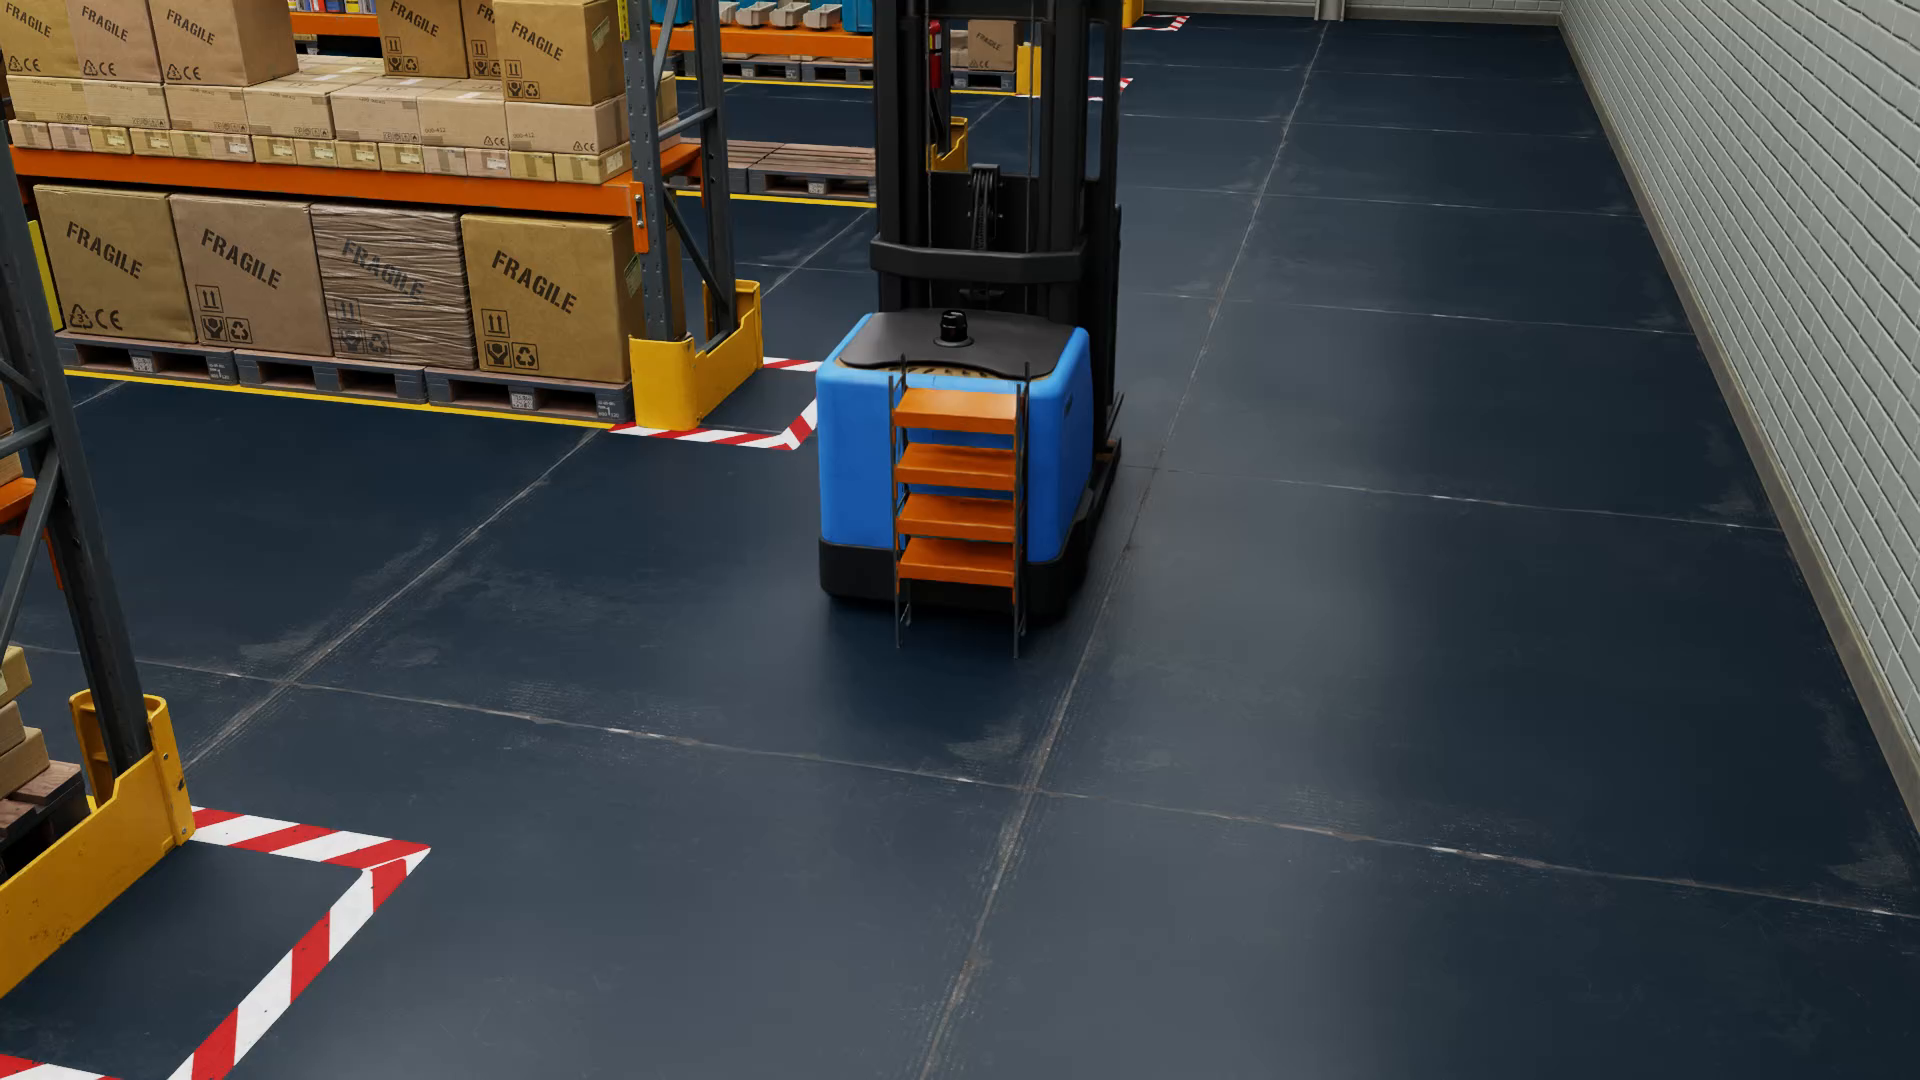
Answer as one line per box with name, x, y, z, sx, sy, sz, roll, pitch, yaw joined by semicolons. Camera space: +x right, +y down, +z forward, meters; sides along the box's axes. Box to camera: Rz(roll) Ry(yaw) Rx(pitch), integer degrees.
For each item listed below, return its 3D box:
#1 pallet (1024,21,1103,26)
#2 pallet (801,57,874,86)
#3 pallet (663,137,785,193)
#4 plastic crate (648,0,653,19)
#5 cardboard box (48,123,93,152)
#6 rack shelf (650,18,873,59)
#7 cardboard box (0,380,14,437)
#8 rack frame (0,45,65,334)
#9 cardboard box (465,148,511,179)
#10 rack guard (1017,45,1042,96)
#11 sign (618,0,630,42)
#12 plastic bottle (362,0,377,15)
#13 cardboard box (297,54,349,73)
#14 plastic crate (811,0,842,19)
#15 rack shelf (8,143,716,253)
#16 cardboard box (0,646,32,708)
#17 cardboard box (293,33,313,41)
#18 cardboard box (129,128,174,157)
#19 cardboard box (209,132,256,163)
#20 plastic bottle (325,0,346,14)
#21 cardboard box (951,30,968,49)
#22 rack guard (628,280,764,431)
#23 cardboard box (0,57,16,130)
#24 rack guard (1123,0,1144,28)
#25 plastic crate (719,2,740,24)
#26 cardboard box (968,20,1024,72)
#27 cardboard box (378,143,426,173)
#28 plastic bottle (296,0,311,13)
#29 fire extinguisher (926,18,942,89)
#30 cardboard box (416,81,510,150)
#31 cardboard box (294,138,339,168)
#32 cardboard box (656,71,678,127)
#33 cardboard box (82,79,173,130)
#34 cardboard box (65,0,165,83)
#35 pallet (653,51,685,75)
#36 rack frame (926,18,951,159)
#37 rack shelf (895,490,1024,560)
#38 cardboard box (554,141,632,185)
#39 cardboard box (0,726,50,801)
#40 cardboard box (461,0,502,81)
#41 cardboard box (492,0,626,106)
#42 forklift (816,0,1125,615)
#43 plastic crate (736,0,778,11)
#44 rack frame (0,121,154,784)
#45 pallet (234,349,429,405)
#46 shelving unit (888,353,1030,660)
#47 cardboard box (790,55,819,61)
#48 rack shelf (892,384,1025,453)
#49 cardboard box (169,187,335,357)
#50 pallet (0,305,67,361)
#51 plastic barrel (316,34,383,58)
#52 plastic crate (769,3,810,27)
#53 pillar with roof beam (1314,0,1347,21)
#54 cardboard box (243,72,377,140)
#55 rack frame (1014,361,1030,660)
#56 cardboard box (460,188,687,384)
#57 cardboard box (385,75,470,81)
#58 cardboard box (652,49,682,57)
pallet;1.412;-7.179;22.584;1.213;0.211;1.003;6;26;13
pallet;-1.048;-5.288;18.611;1.213;0.211;1.003;6;26;13
pallet;-2.228;-3.237;14.305;1.213;0.211;1.003;6;26;13
plastic crate;-2.702;-4.422;13.617;0.530;0.282;0.437;6;26;13
cardboard box;-4.911;-2.315;9.416;0.250;0.149;0.380;5;26;11
rack shelf;-2.198;-4.150;13.814;4.000;0.370;1.077;6;26;13
cardboard box;-3.194;-0.487;4.821;0.500;0.500;0.500;8;26;15
rack frame;-5.369;-2.627;9.778;0.127;3.000;1.000;6;26;13
cardboard box;-2.418;-2.041;8.839;0.250;0.149;0.380;6;26;13
rack guard;0.902;-5.202;18.095;0.348;0.500;1.175;6;26;13
sign;-1.643;-2.604;8.107;0.005;0.325;0.100;6;26;13
plastic bottle;-4.951;-4.580;14.024;0.135;0.276;0.152;6;26;13
cardboard box;-3.880;-2.646;9.648;0.500;0.250;0.500;7;26;14
plastic crate;-1.056;-4.446;13.724;0.300;0.233;0.416;6;26;13
rack shelf;-3.432;-2.088;9.483;4.000;0.370;1.077;6;26;13
cardboard box;-3.251;0.487;5.374;0.250;0.149;0.380;5;26;11
cardboard box;-7.842;-6.135;19.858;0.500;0.250;0.500;6;26;12
cardboard box;-4.400;-2.260;9.299;0.250;0.149;0.380;6;26;12
cardboard box;-3.910;-2.205;9.184;0.250;0.149;0.380;7;26;14
plastic bottle;-5.286;-4.649;14.082;0.185;0.351;0.144;6;26;13
cardboard box;0.036;-5.509;18.519;0.500;0.250;0.500;6;26;13
rack guard;-1.472;-1.067;9.410;0.348;0.500;1.175;6;26;13
cardboard box;-5.890;-2.608;9.623;0.500;0.500;0.500;6;26;13
rack guard;2.229;-7.254;22.405;0.348;0.500;1.175;6;26;13
plastic crate;-1.940;-4.261;13.448;0.250;0.136;0.298;6;26;13
cardboard box;0.388;-5.348;17.890;0.500;0.500;0.500;6;26;13
cardboard box;-2.911;-2.095;8.953;0.250;0.149;0.380;6;26;12
plastic bottle;-5.570;-4.648;14.167;0.135;0.276;0.152;6;26;13
fire extinguisher;-0.228;-3.852;12.875;0.183;0.674;0.296;6;26;13
cardboard box;-2.521;-2.261;8.838;0.500;0.250;0.500;6;26;12
cardboard box;-3.402;-2.150;9.069;0.250;0.149;0.380;7;26;14
cardboard box;-1.892;-2.429;9.191;0.500;0.250;0.500;6;26;12
cardboard box;-4.499;-2.479;9.295;0.500;0.250;0.500;6;26;13
cardboard box;-4.494;-2.818;9.136;0.500;0.500;0.500;6;26;13
pallet;-3.695;-5.563;19.189;1.213;0.211;1.003;6;26;13
rack frame;-0.261;-4.261;13.210;0.127;3.000;1.000;6;26;13
rack shelf;0.003;-0.062;6.629;0.480;0.148;0.258;5;28;10
cardboard box;-1.922;-1.986;8.725;0.250;0.149;0.380;7;26;14
cardboard box;-3.256;0.764;5.484;0.250;0.149;0.380;7;26;14
cardboard box;-2.377;-2.821;9.142;0.500;0.500;0.500;6;26;12
cardboard box;-2.032;-2.546;8.565;0.500;0.500;0.500;7;26;14
forklift;0.212;-1.619;7.742;1.130;2.935;3.031;5;26;11
plastic crate;-1.694;-4.517;13.872;0.300;0.233;0.416;6;26;13
rack frame;-2.828;-0.144;4.564;0.127;3.000;1.000;6;26;13
pallet;-3.467;-1.124;9.865;1.213;0.211;1.003;6;26;13
shelving unit;0.003;-0.122;6.598;0.503;1.200;0.258;5;28;10
cardboard box;-1.705;-5.446;18.485;0.250;0.166;0.380;6;26;13
rack shelf;0.000;-0.470;6.416;0.480;0.148;0.258;5;28;10
cardboard box;-3.878;-1.657;9.724;0.875;0.875;0.875;6;26;13
pallet;-6.135;-1.419;10.485;1.213;0.211;1.003;6;26;13
plastic barrel;-5.344;-4.072;14.766;0.708;0.901;0.600;6;26;13
plastic crate;-1.373;-4.218;13.356;0.243;0.136;0.396;6;26;13
pillar with roof beam;3.964;-9.373;16.968;0.400;9.000;9.100;6;26;13
cardboard box;-3.520;-2.370;9.066;0.500;0.250;0.500;6;26;13
rack frame;0.243;-0.102;6.556;0.015;1.200;0.240;5;28;10
cardboard box;-2.135;-1.464;9.319;0.875;0.875;0.875;6;26;13
cardboard box;-2.883;-2.537;9.418;0.500;0.250;0.500;5;26;11
cardboard box;-3.447;-5.754;18.743;0.500;0.500;0.500;6;26;13
